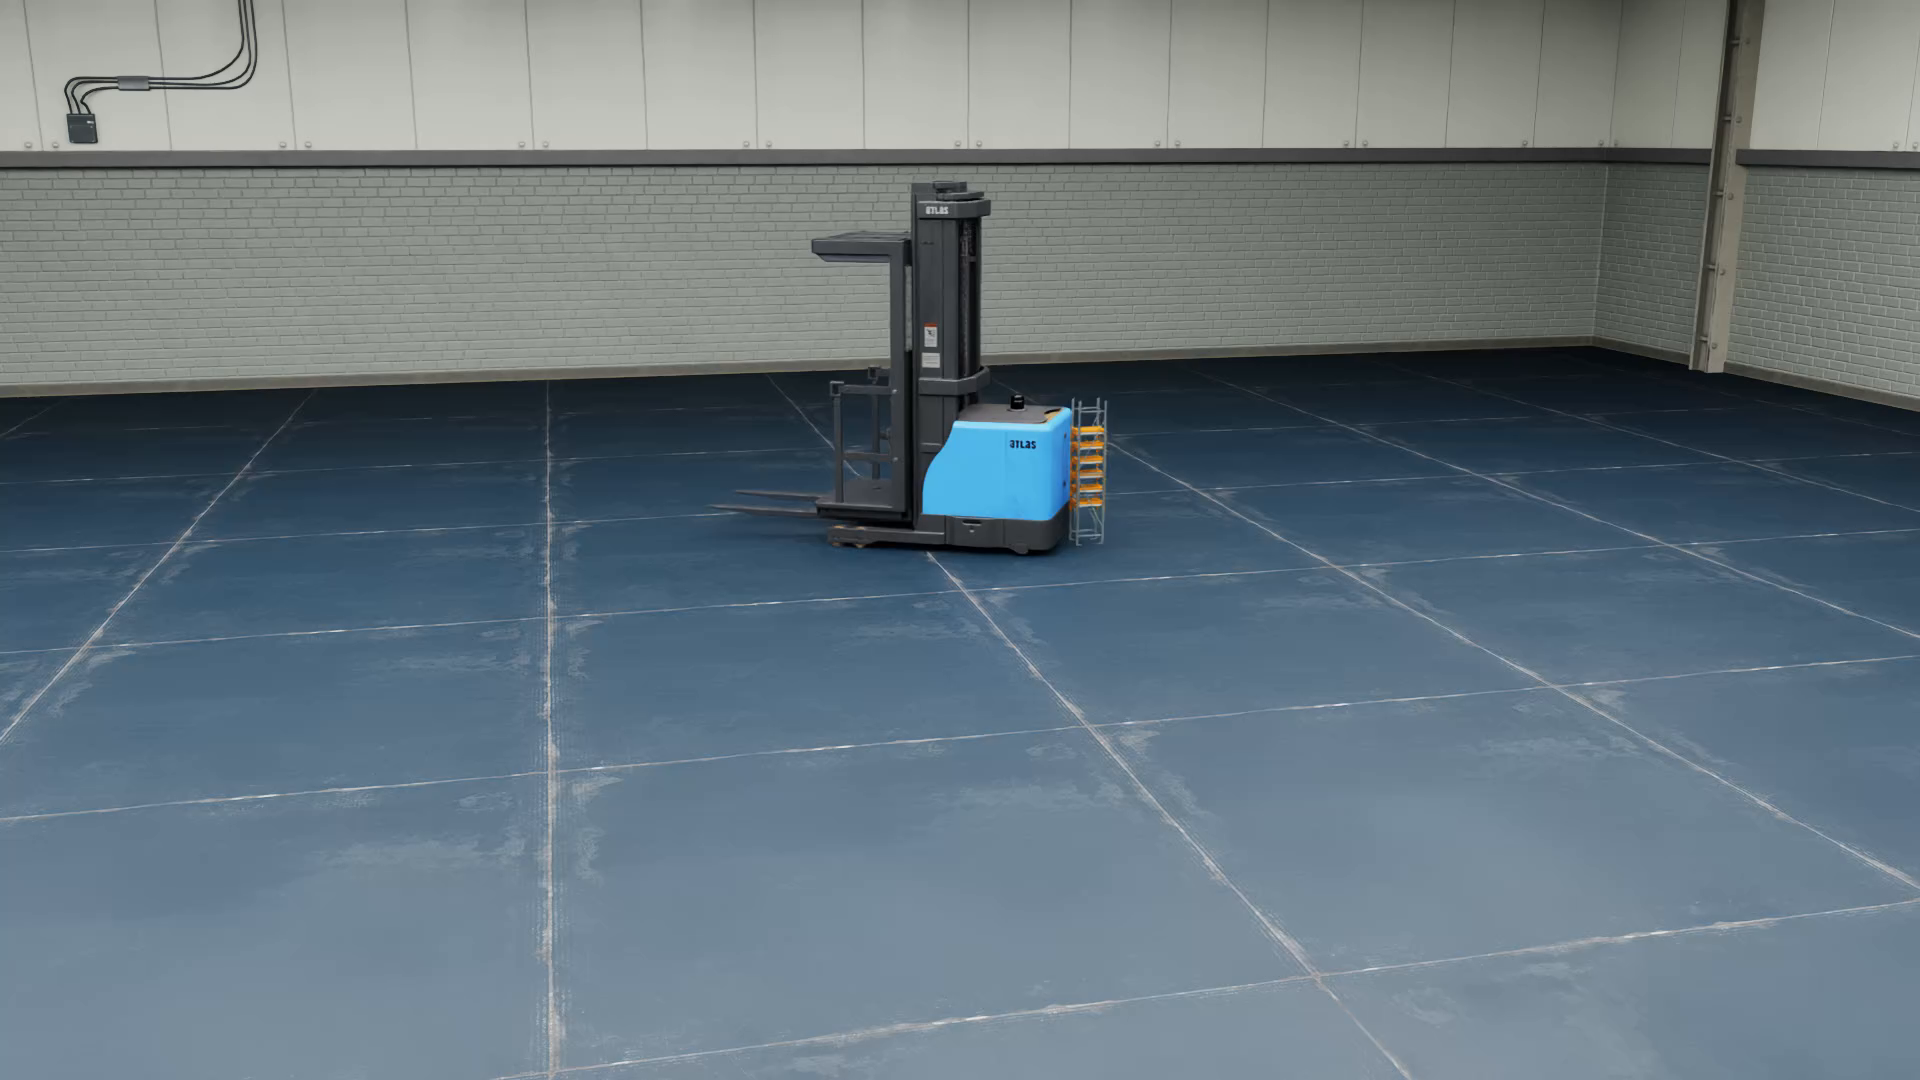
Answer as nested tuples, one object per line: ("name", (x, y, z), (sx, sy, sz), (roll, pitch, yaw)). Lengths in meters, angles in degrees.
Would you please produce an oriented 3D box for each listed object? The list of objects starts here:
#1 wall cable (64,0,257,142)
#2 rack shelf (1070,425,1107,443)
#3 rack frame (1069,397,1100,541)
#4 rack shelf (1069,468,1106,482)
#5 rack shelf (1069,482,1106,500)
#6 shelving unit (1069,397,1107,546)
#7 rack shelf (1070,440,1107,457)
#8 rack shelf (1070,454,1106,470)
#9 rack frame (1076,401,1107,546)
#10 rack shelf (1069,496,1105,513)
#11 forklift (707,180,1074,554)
("wall cable", (-10.068, -7.980, 20.463), (2.305, 6.003, 0.169), (-3, 14, -13))
("rack shelf", (1.052, -0.868, 13.620), (0.258, 0.103, 0.180), (-3, 14, -14))
("rack frame", (1.028, -0.583, 13.781), (0.240, 1.200, 0.006), (-3, 14, -14))
("rack shelf", (1.051, -0.518, 13.705), (0.258, 0.103, 0.180), (-3, 14, -14))
("rack shelf", (1.051, -0.402, 13.734), (0.258, 0.103, 0.180), (-3, 14, -14))
("shelving unit", (1.051, -0.562, 13.695), (0.258, 1.200, 0.189), (-3, 14, -14))
("rack shelf", (1.052, -0.751, 13.648), (0.258, 0.103, 0.180), (-3, 14, -14))
("rack shelf", (1.052, -0.635, 13.677), (0.258, 0.103, 0.180), (-3, 14, -14))
("rack frame", (1.075, -0.540, 13.609), (0.240, 1.200, 0.006), (-3, 14, -14))
("rack shelf", (1.051, -0.285, 13.763), (0.258, 0.103, 0.180), (-3, 14, -14))
("forklift", (-0.609, -1.481, 13.812), (3.031, 2.935, 1.130), (4, 14, 14))
